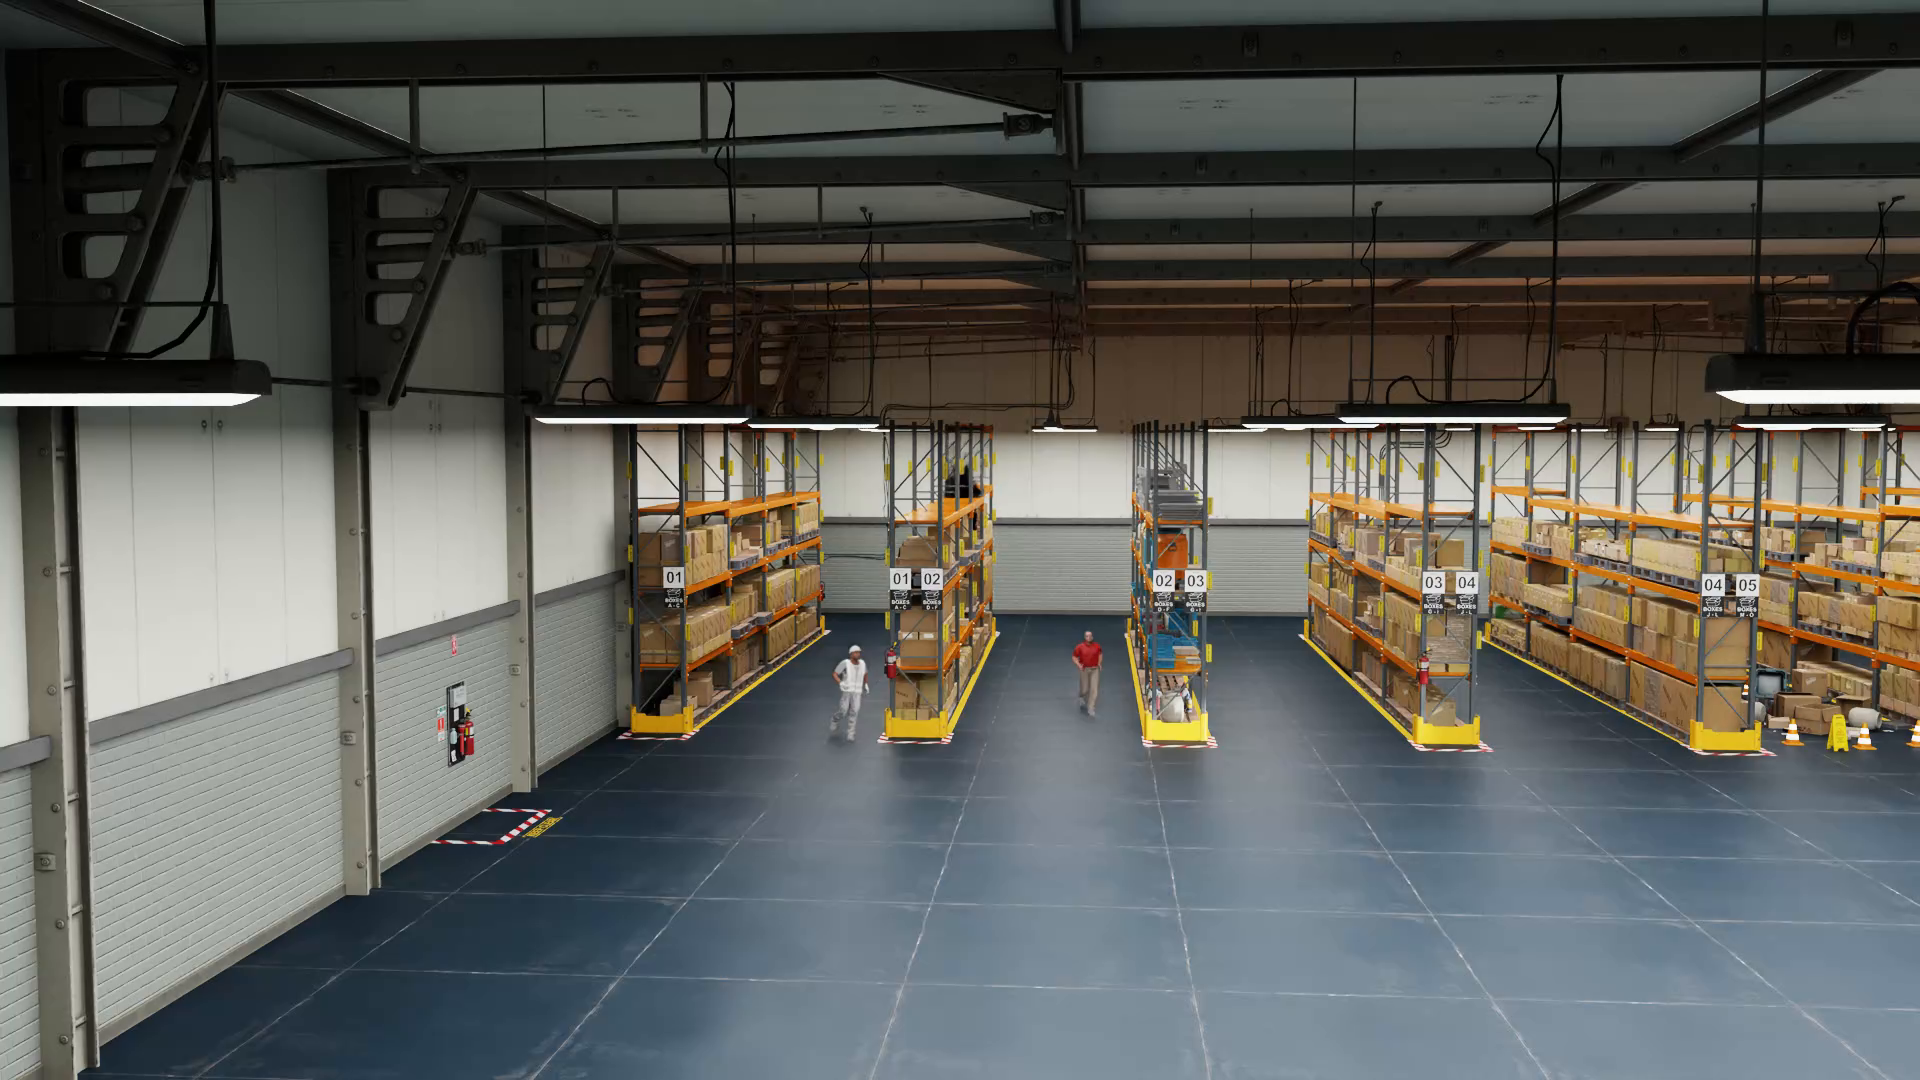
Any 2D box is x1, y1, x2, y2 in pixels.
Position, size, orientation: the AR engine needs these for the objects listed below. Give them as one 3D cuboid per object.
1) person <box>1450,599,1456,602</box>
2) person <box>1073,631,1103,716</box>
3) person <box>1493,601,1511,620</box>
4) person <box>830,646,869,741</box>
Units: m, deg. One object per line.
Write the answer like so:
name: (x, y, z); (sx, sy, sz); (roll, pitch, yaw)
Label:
person: (13.492, 2.003, 46.481); (0.713, 1.631, 0.700); (1, 4, 22)
person: (2.644, 2.724, 34.203); (0.663, 1.717, 0.816); (-1, 4, -9)
person: (15.487, 1.857, 47.440); (0.655, 1.744, 0.692); (0, 4, 4)
person: (-2.022, 2.864, 31.377); (0.744, 1.737, 0.904); (-2, 4, -26)
